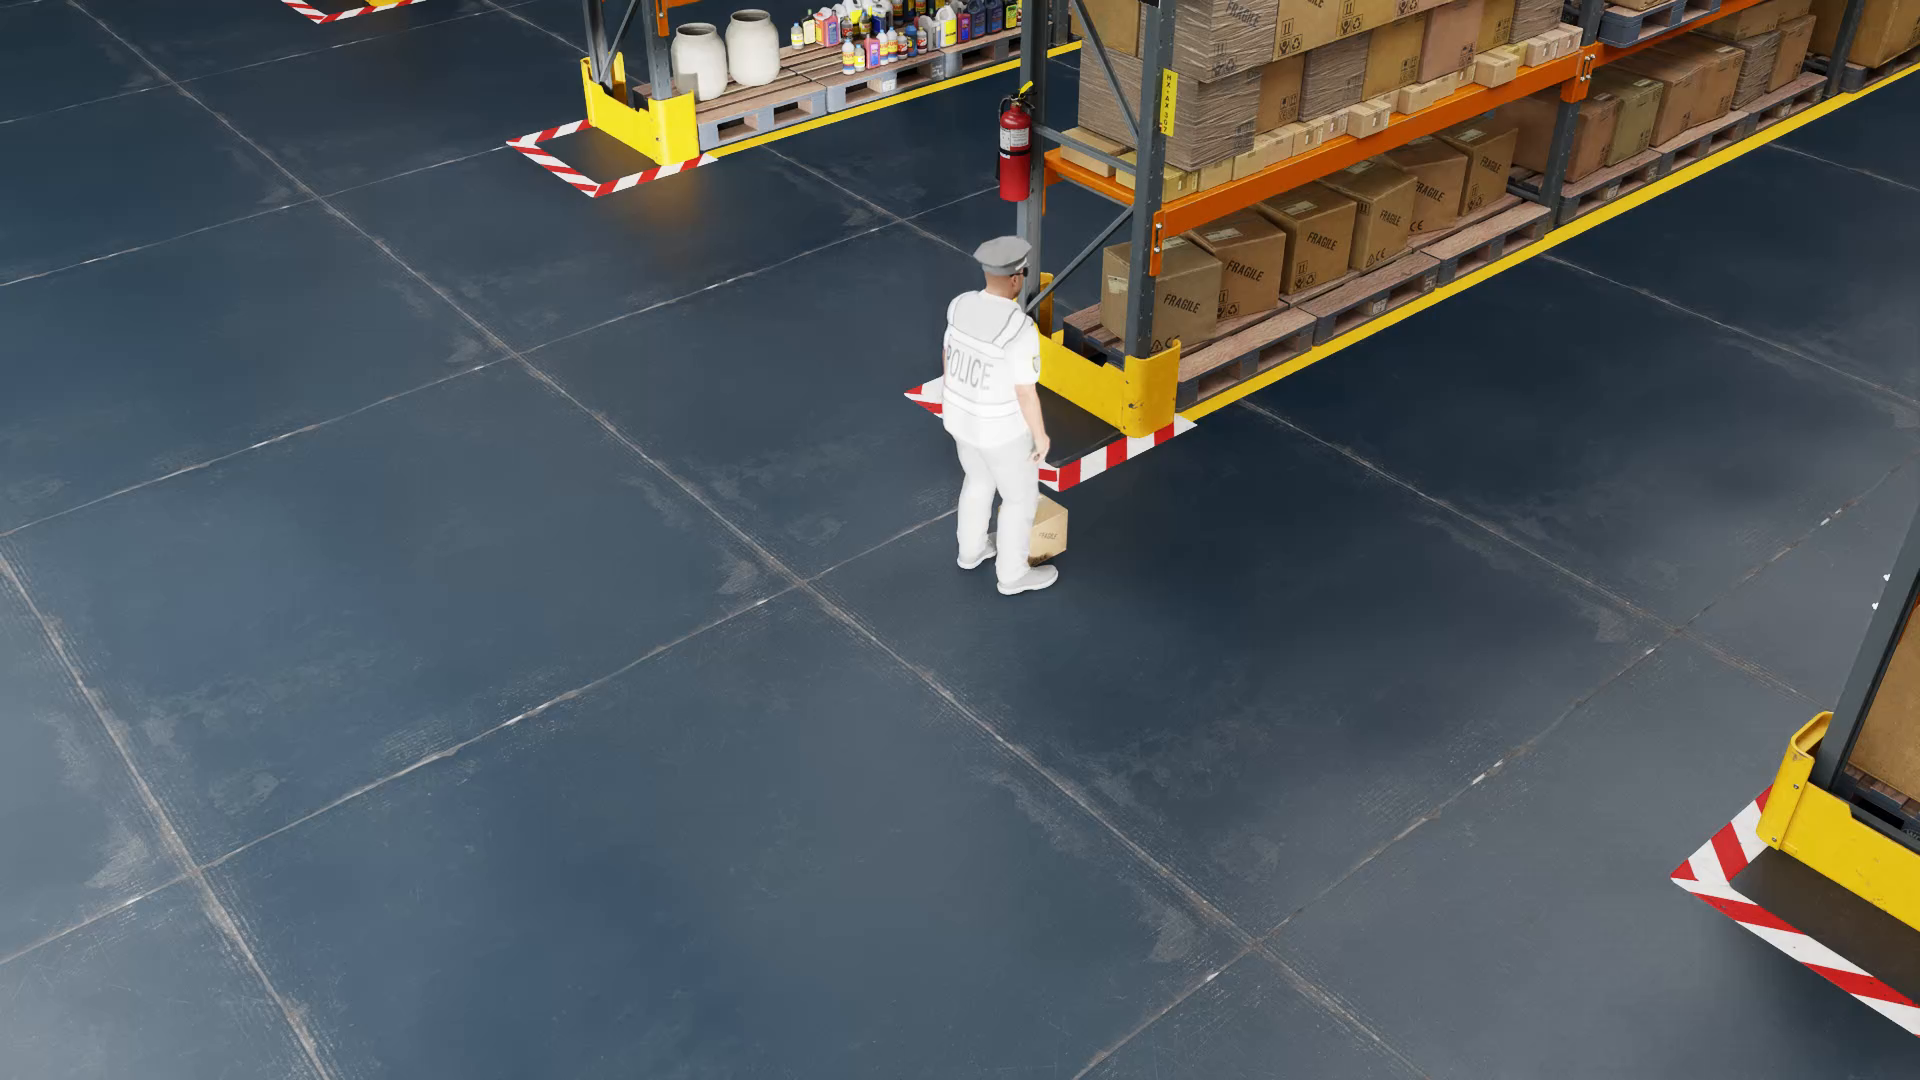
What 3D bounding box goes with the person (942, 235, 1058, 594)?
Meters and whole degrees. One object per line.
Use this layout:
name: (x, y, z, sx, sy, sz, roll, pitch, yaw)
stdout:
person: (0.158, -0.565, 7.857, 0.428, 1.749, 0.605, -29, 44, -34)
